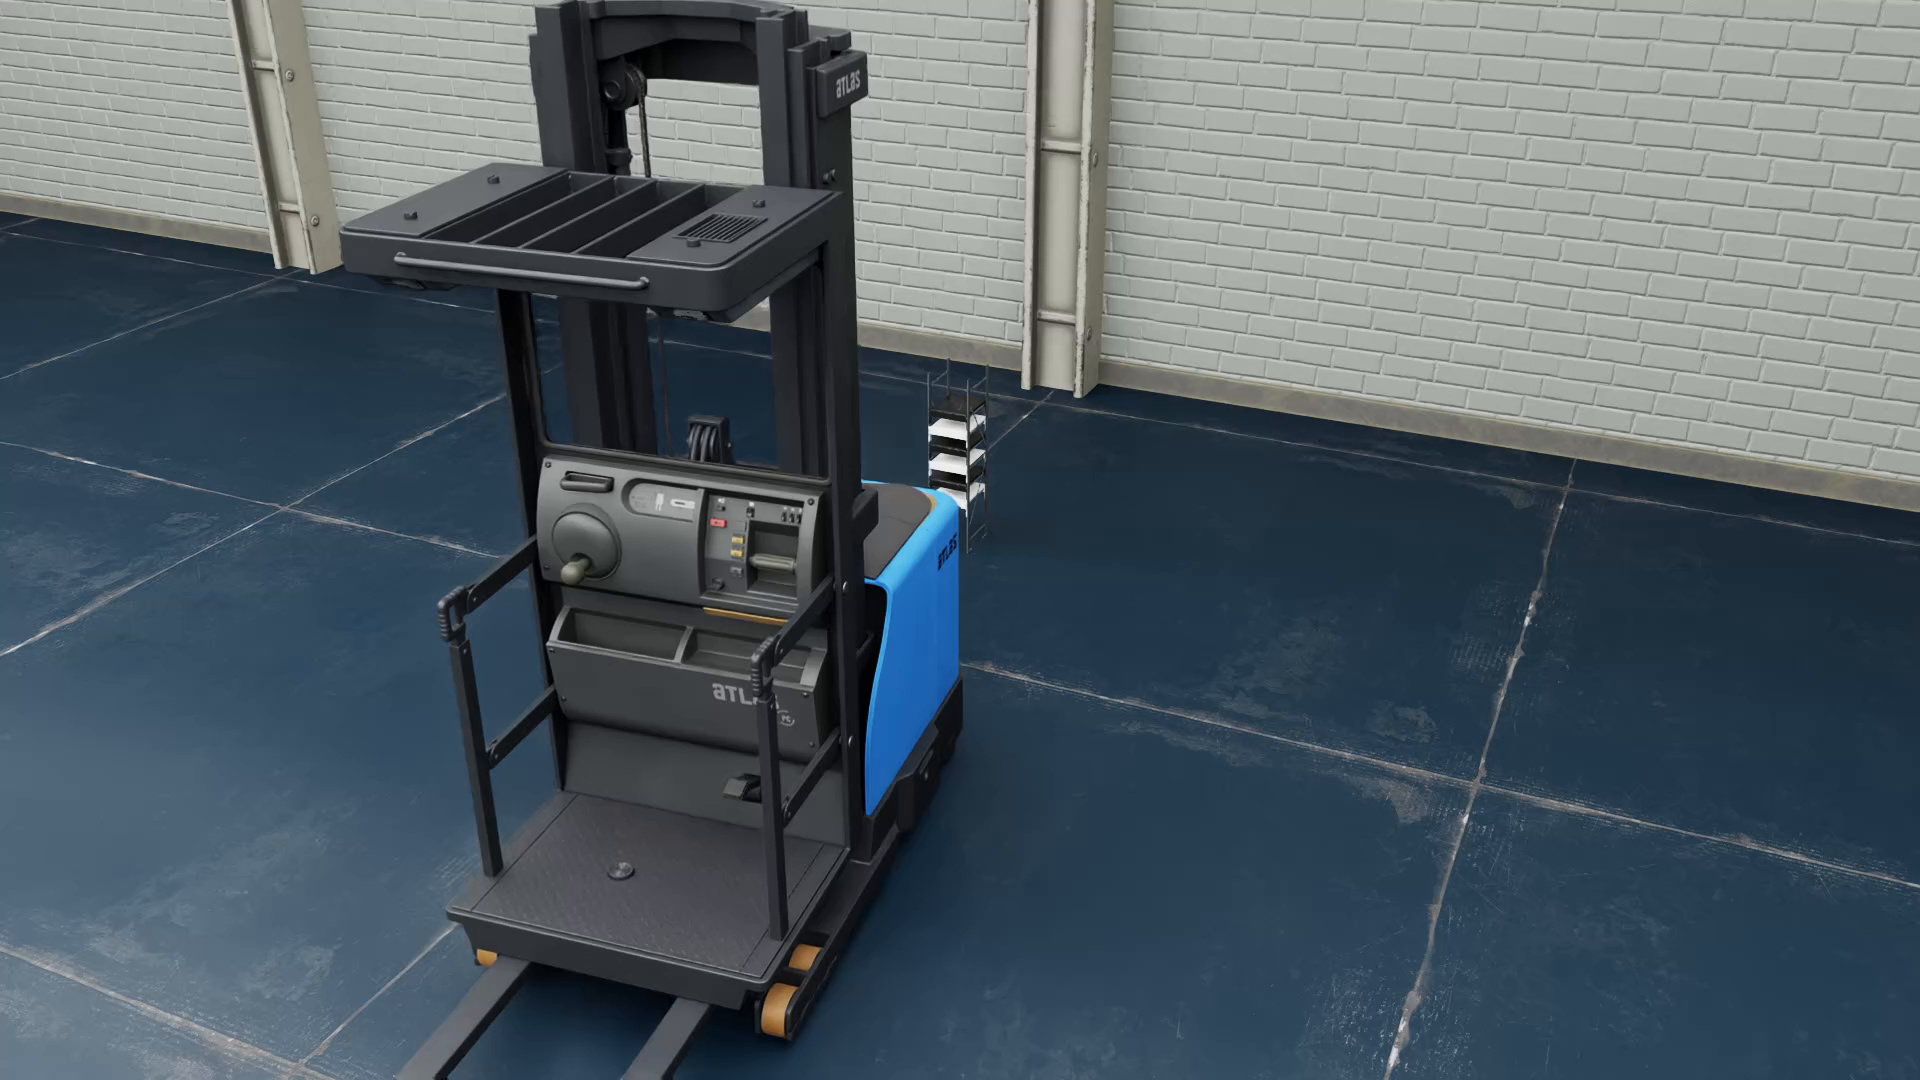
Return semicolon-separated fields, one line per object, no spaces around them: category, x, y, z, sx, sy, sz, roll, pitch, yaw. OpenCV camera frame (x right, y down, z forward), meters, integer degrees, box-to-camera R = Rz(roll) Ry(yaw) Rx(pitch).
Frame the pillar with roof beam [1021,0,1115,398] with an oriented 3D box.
pillar with roof beam;-1.167;-3.256;4.675;0.400;9.000;9.100;11;28;22

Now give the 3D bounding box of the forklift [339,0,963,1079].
forklift;-0.931;0.021;4.890;1.130;2.935;3.031;8;27;16

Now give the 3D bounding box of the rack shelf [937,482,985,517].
rack shelf;-0.007;-0.214;8.148;0.200;0.077;0.258;11;28;22

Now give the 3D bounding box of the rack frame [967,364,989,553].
rack frame;0.085;-0.387;8.016;0.006;0.900;0.240;11;28;22

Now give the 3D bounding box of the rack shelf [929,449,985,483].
rack shelf;-0.007;-0.375;8.069;0.200;0.077;0.258;11;28;22

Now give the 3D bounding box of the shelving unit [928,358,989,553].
shelving unit;-0.007;-0.405;8.054;0.210;0.900;0.258;11;28;22

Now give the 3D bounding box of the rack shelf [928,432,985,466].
rack shelf;-0.007;-0.456;8.029;0.200;0.077;0.258;11;28;22

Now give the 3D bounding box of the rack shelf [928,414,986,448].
rack shelf;-0.007;-0.537;7.989;0.200;0.077;0.258;11;28;22

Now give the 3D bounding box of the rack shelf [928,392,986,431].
rack shelf;-0.007;-0.618;7.950;0.200;0.077;0.258;11;28;22

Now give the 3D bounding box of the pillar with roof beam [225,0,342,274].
pillar with roof beam;-6.629;-4.353;6.903;0.400;9.000;9.100;11;28;22

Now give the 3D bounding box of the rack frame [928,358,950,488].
rack frame;-0.100;-0.424;8.092;0.006;0.900;0.240;11;28;22

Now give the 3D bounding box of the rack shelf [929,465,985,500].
rack shelf;-0.007;-0.295;8.109;0.200;0.077;0.258;11;28;22
